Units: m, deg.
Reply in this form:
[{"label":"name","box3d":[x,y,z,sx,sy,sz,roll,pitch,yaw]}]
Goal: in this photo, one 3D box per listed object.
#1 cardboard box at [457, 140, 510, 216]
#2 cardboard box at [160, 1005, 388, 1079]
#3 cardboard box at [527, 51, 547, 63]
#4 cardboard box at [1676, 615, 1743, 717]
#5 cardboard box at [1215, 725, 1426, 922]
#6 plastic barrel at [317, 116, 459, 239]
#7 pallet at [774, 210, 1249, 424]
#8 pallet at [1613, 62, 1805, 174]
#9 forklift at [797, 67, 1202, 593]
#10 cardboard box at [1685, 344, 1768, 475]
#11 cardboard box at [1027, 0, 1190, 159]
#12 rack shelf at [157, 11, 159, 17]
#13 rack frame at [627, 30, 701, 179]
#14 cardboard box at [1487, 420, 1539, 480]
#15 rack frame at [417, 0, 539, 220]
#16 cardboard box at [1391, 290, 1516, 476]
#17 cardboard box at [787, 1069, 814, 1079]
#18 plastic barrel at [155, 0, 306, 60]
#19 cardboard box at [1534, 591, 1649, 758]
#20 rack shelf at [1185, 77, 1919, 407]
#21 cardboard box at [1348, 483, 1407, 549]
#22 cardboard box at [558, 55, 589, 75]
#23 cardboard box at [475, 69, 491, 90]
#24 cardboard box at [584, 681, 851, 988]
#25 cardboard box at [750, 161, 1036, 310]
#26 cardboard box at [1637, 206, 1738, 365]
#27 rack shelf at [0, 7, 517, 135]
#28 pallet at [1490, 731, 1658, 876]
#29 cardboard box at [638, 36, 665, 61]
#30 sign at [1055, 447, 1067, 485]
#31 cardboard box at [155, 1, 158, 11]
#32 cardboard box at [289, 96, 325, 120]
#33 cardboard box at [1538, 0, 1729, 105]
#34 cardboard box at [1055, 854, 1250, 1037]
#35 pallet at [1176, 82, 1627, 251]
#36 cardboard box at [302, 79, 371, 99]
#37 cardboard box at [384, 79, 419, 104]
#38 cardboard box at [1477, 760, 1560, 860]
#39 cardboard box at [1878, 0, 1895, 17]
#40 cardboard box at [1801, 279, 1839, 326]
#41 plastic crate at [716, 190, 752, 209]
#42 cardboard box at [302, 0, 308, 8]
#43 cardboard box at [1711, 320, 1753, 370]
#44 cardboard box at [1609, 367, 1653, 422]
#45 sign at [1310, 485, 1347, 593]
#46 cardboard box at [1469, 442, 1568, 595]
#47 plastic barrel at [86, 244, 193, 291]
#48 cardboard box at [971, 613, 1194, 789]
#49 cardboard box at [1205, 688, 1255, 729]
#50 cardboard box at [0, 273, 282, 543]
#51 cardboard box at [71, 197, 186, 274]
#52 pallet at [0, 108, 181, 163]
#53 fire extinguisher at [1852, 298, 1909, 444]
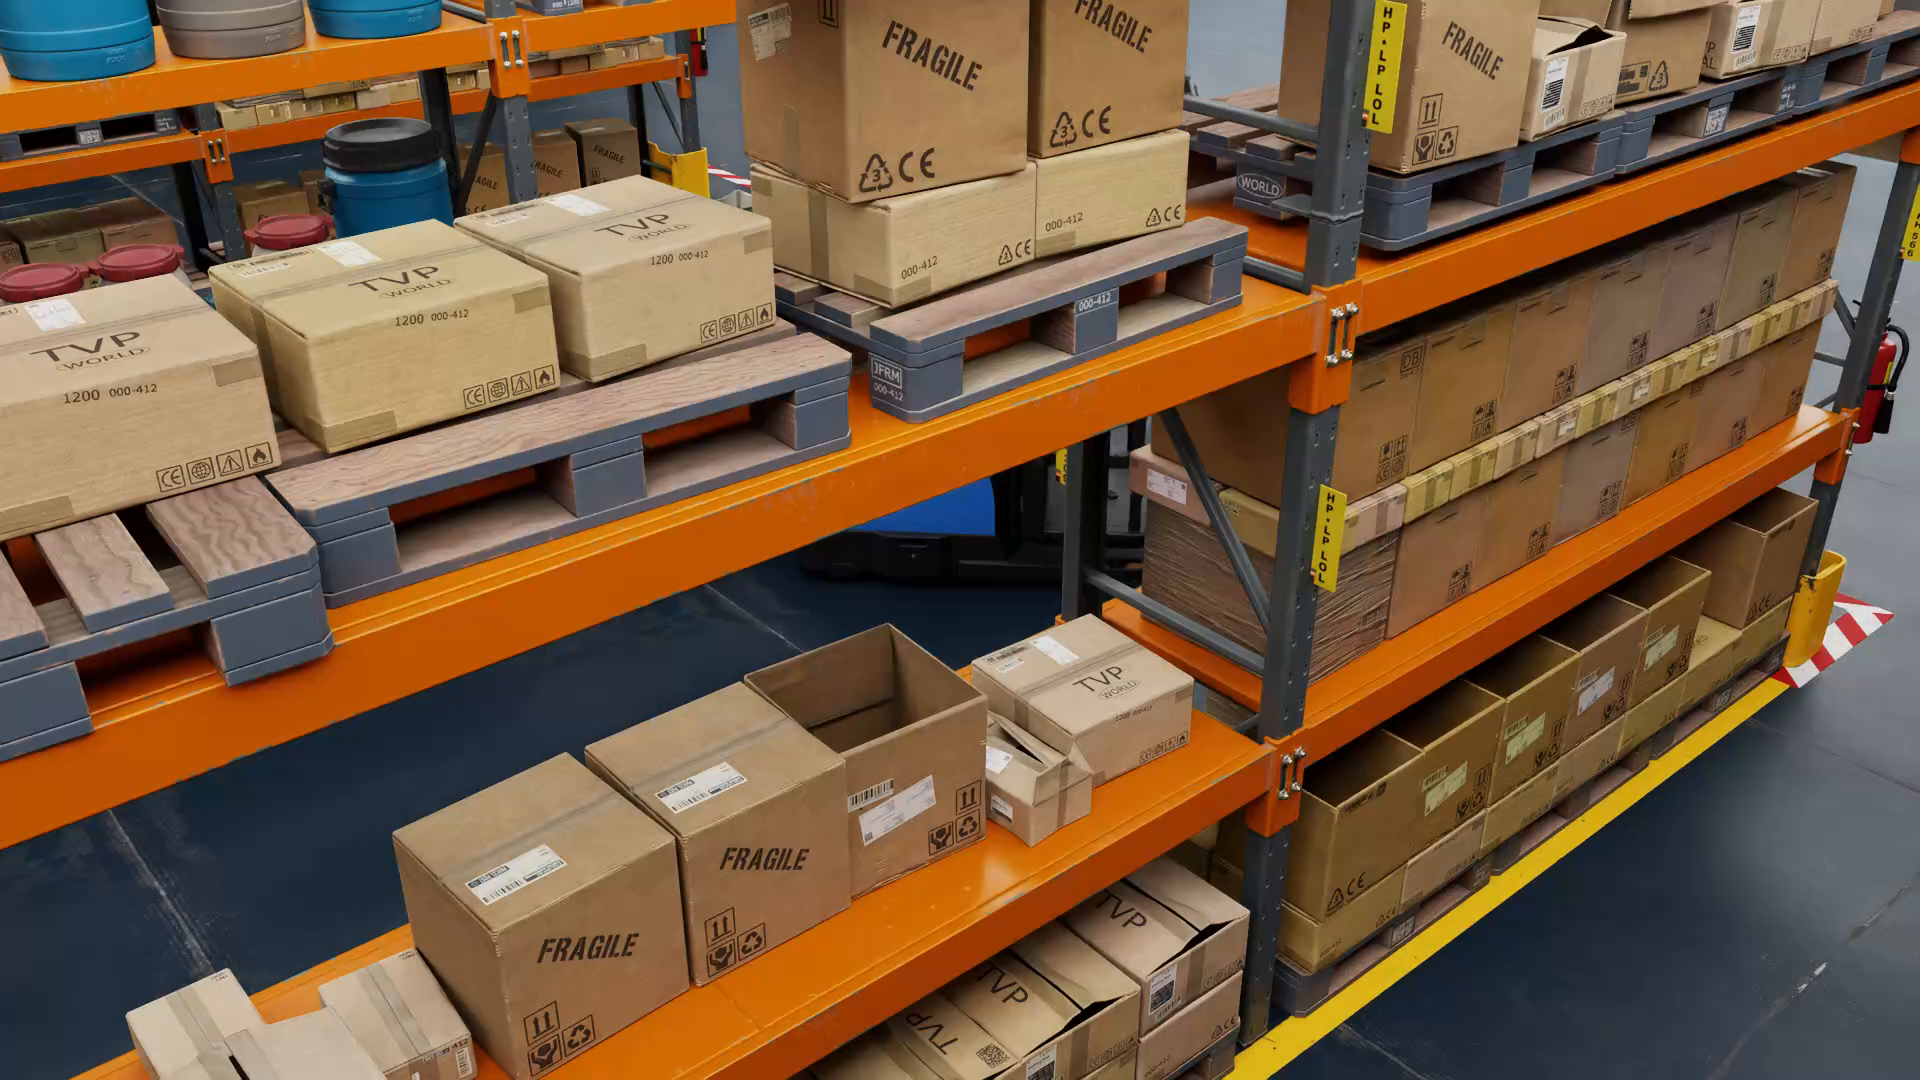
[{"label":"cardboard box","box3d":[-4.062,-3.014,13.914,0.500,0.500,0.500,-18,33,-30]},{"label":"cardboard box","box3d":[-1.508,1.340,3.655,0.500,0.311,0.500,-22,35,-35]},{"label":"cardboard box","box3d":[-3.803,-4.179,13.466,0.500,0.500,0.875,-22,35,-35]},{"label":"cardboard box","box3d":[3.183,0.512,7.581,0.500,0.250,0.500,-22,35,-35]},{"label":"cardboard box","box3d":[1.284,0.948,5.970,0.500,0.500,0.500,-22,35,-35]},{"label":"plastic barrel","box3d":[-2.974,-1.708,8.732,0.708,0.901,0.600,-22,35,-35]},{"label":"pallet","box3d":[0.066,-0.683,4.366,1.217,0.209,0.805,-24,36,-37]},{"label":"pallet","box3d":[2.288,-1.645,6.056,1.213,0.211,1.003,-22,35,-35]},{"label":"forklift","box3d":[0.674,-1.266,8.508,3.031,2.935,1.130,2,28,4]},{"label":"cardboard box","box3d":[3.012,-0.686,7.246,0.500,0.500,0.700,-21,34,-34]},{"label":"cardboard box","box3d":[0.234,-1.317,4.268,0.500,0.500,0.500,-21,35,-34]},{"label":"rack shelf","box3d":[-7.319,-5.376,16.891,4.000,0.370,1.077,-22,35,-35]},{"label":"rack frame","box3d":[-2.655,-4.496,14.480,0.127,3.000,1.000,-22,35,-35]},{"label":"cardboard box","box3d":[1.835,-0.375,5.975,0.250,0.149,0.380,-23,36,-36]},{"label":"rack frame","box3d":[-2.484,-1.496,8.868,0.127,3.000,1.000,-22,35,-35]},{"label":"cardboard box","box3d":[1.446,-0.628,5.761,0.500,0.500,0.700,-22,35,-35]},{"label":"cardboard box","box3d":[-0.551,1.753,4.663,0.500,0.311,0.500,-22,35,-36]},{"label":"plastic barrel","box3d":[-3.227,-2.607,7.231,0.600,0.901,0.600,0,28,0]},{"label":"cardboard box","box3d":[2.424,0.488,6.830,0.500,0.500,0.500,-22,35,-35]},{"label":"rack shelf","box3d":[2.250,-1.337,6.149,4.000,0.370,1.077,-22,35,-35]},{"label":"cardboard box","box3d":[1.249,-0.139,5.533,0.250,0.149,0.380,-21,35,-34]},{"label":"cardboard box","box3d":[-3.286,-3.982,13.785,0.250,0.149,0.380,-22,35,-35]},{"label":"cardboard box","box3d":[-3.811,-3.727,13.309,0.250,0.149,0.380,-22,35,-35]},{"label":"cardboard box","box3d":[-0.648,0.780,4.501,0.500,0.500,0.500,-22,35,-35]},{"label":"cardboard box","box3d":[-0.163,-0.807,4.109,0.500,0.250,0.500,24,37,38]},{"label":"cardboard box","box3d":[2.588,-1.087,6.620,0.500,0.500,0.700,-22,35,-35]},{"label":"rack shelf","box3d":[-4.005,-1.890,7.185,4.000,0.370,1.077,-22,35,-35]},{"label":"pallet","box3d":[2.289,0.907,7.328,1.213,0.211,1.003,-22,35,-35]},{"label":"cardboard box","box3d":[-2.738,-4.224,14.238,0.250,0.149,0.380,-22,35,-35]},{"label":"sign","box3d":[0.367,-0.334,5.691,0.005,0.325,0.100,-22,35,-35]},{"label":"cardboard box","box3d":[-8.164,-5.441,16.090,0.550,0.550,0.875,-22,35,-35]},{"label":"cardboard box","box3d":[-4.969,-3.278,12.467,0.250,0.149,0.380,-22,35,-35]},{"label":"cardboard box","box3d":[2.063,-1.793,5.537,0.637,0.503,0.797,-18,33,-30]},{"label":"cardboard box","box3d":[0.606,1.288,5.535,0.500,0.311,0.500,-22,35,-35]},{"label":"pallet","box3d":[1.361,-1.273,5.361,1.213,0.211,1.003,-22,35,-35]},{"label":"cardboard box","box3d":[-4.913,-3.703,12.576,0.500,0.500,0.875,-22,35,-35]},{"label":"cardboard box","box3d":[-4.405,-3.511,12.903,0.250,0.149,0.380,-22,35,-35]},{"label":"cardboard box","box3d":[2.045,0.973,6.719,0.500,0.250,0.500,-22,35,-35]},{"label":"cardboard box","box3d":[3.332,-2.384,6.642,0.637,0.503,0.797,-19,34,-32]},{"label":"cardboard box","box3d":[3.604,-1.088,7.309,0.250,0.149,0.380,-23,35,-36]},{"label":"plastic crate","box3d":[-1.413,-1.968,10.029,0.437,0.136,0.530,-22,35,-35]},{"label":"cardboard box","box3d":[-4.812,-4.089,12.236,0.500,0.500,0.500,-22,35,-35]},{"label":"cardboard box","box3d":[3.019,-0.853,6.869,0.250,0.149,0.380,-21,35,-34]},{"label":"cardboard box","box3d":[2.426,-0.613,6.419,0.250,0.149,0.380,-22,35,-36]},{"label":"sign","box3d":[1.088,-0.003,4.929,0.005,0.325,0.100,-22,35,-35]},{"label":"cardboard box","box3d":[1.843,-0.217,6.367,0.500,0.500,0.700,-21,35,-34]},{"label":"plastic barrel","box3d":[-3.912,-1.118,8.015,0.433,0.535,0.433,0,28,0]},{"label":"cardboard box","box3d":[0.382,0.513,5.266,0.500,0.250,0.500,-19,34,-32]},{"label":"cardboard box","box3d":[1.327,0.609,6.605,0.500,0.500,0.500,-22,35,-35]},{"label":"cardboard box","box3d":[-1.619,-0.263,3.091,0.500,0.250,0.500,-21,34,-34]},{"label":"cardboard box","box3d":[-6.179,-2.184,12.339,0.500,0.500,0.700,-25,37,-39]},{"label":"pallet","box3d":[-6.374,-3.006,11.896,1.213,0.211,1.003,-22,35,-35]},{"label":"fire extinguisher","box3d":[4.163,-0.778,7.606,0.183,0.674,0.296,-22,35,-35]}]
